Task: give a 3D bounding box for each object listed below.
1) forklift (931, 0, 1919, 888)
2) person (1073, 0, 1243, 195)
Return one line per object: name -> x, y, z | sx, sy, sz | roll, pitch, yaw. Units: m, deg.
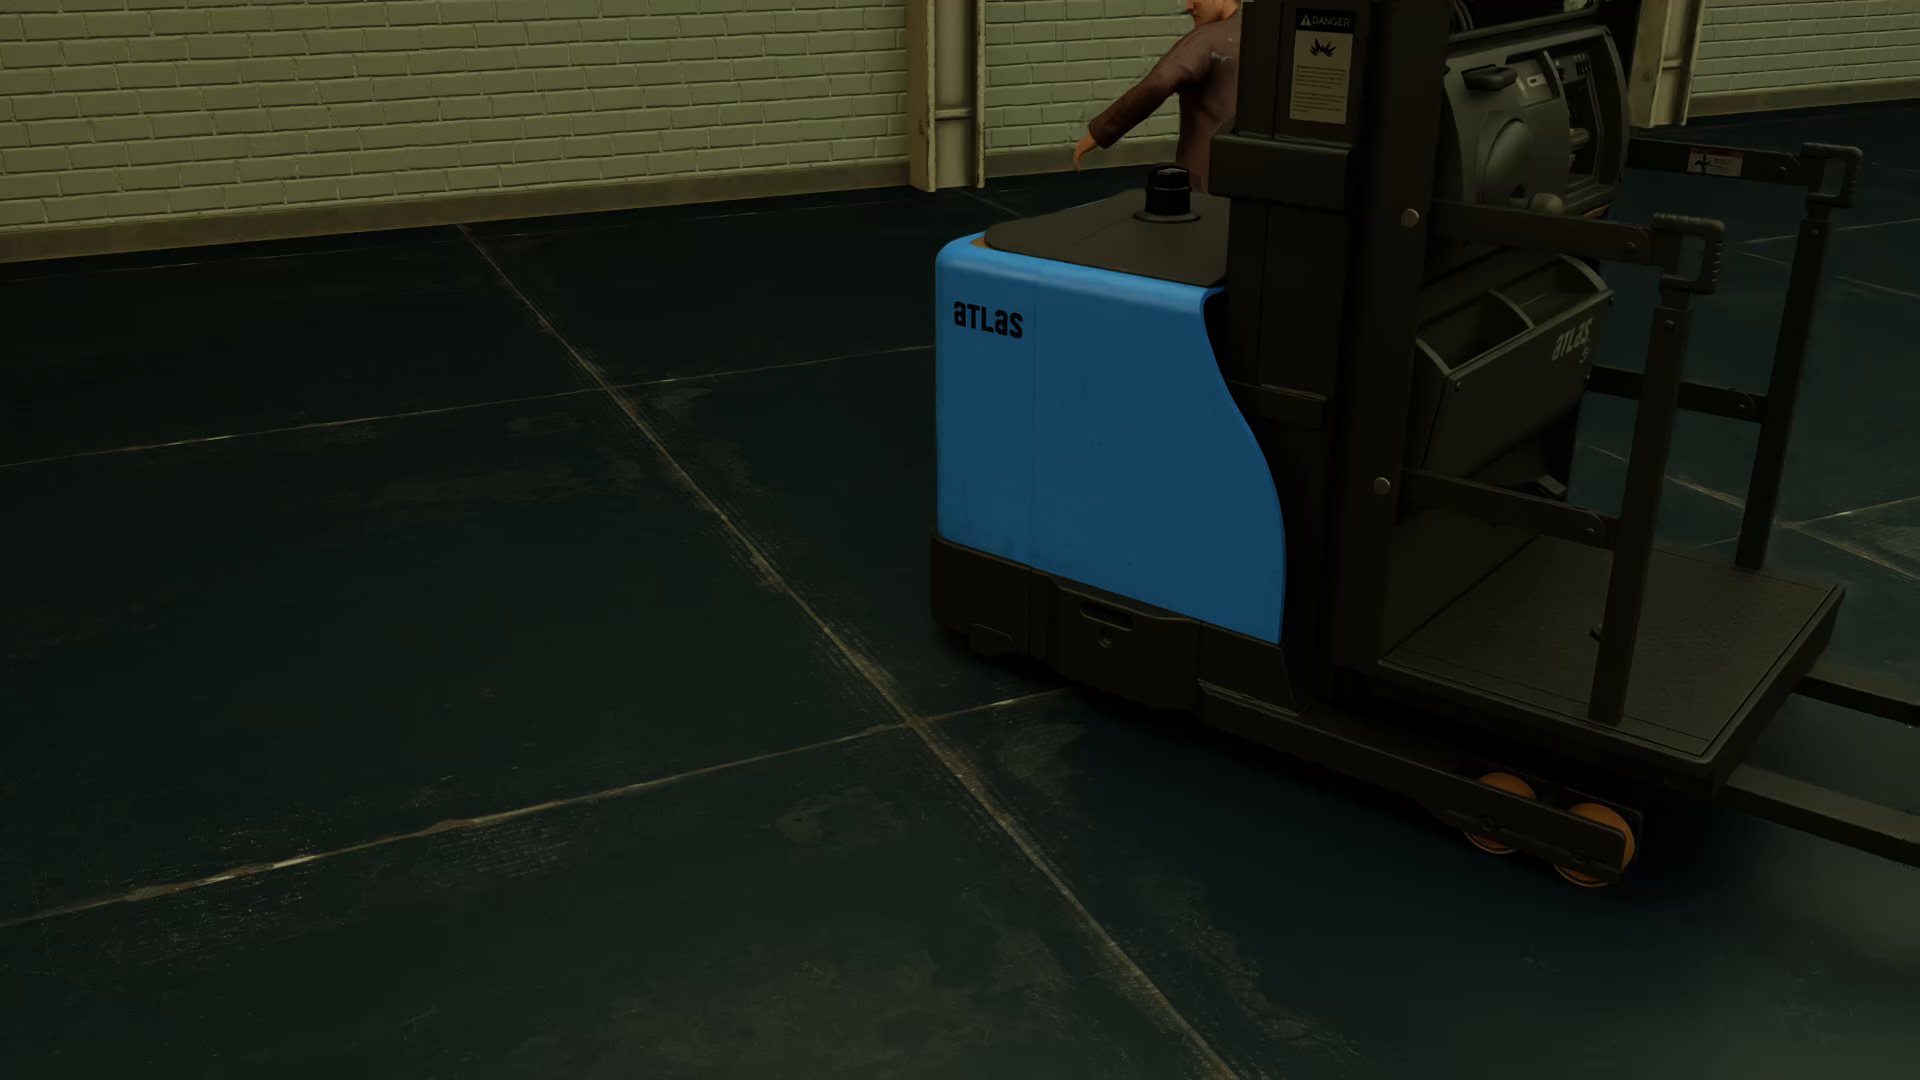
forklift -> 1.387, -0.874, 3.390 | 3.031, 2.935, 1.130 | 17, 28, 36
person -> 1.016, -1.334, 6.322 | 1.222, 1.682, 0.567 | -13, 26, -29
